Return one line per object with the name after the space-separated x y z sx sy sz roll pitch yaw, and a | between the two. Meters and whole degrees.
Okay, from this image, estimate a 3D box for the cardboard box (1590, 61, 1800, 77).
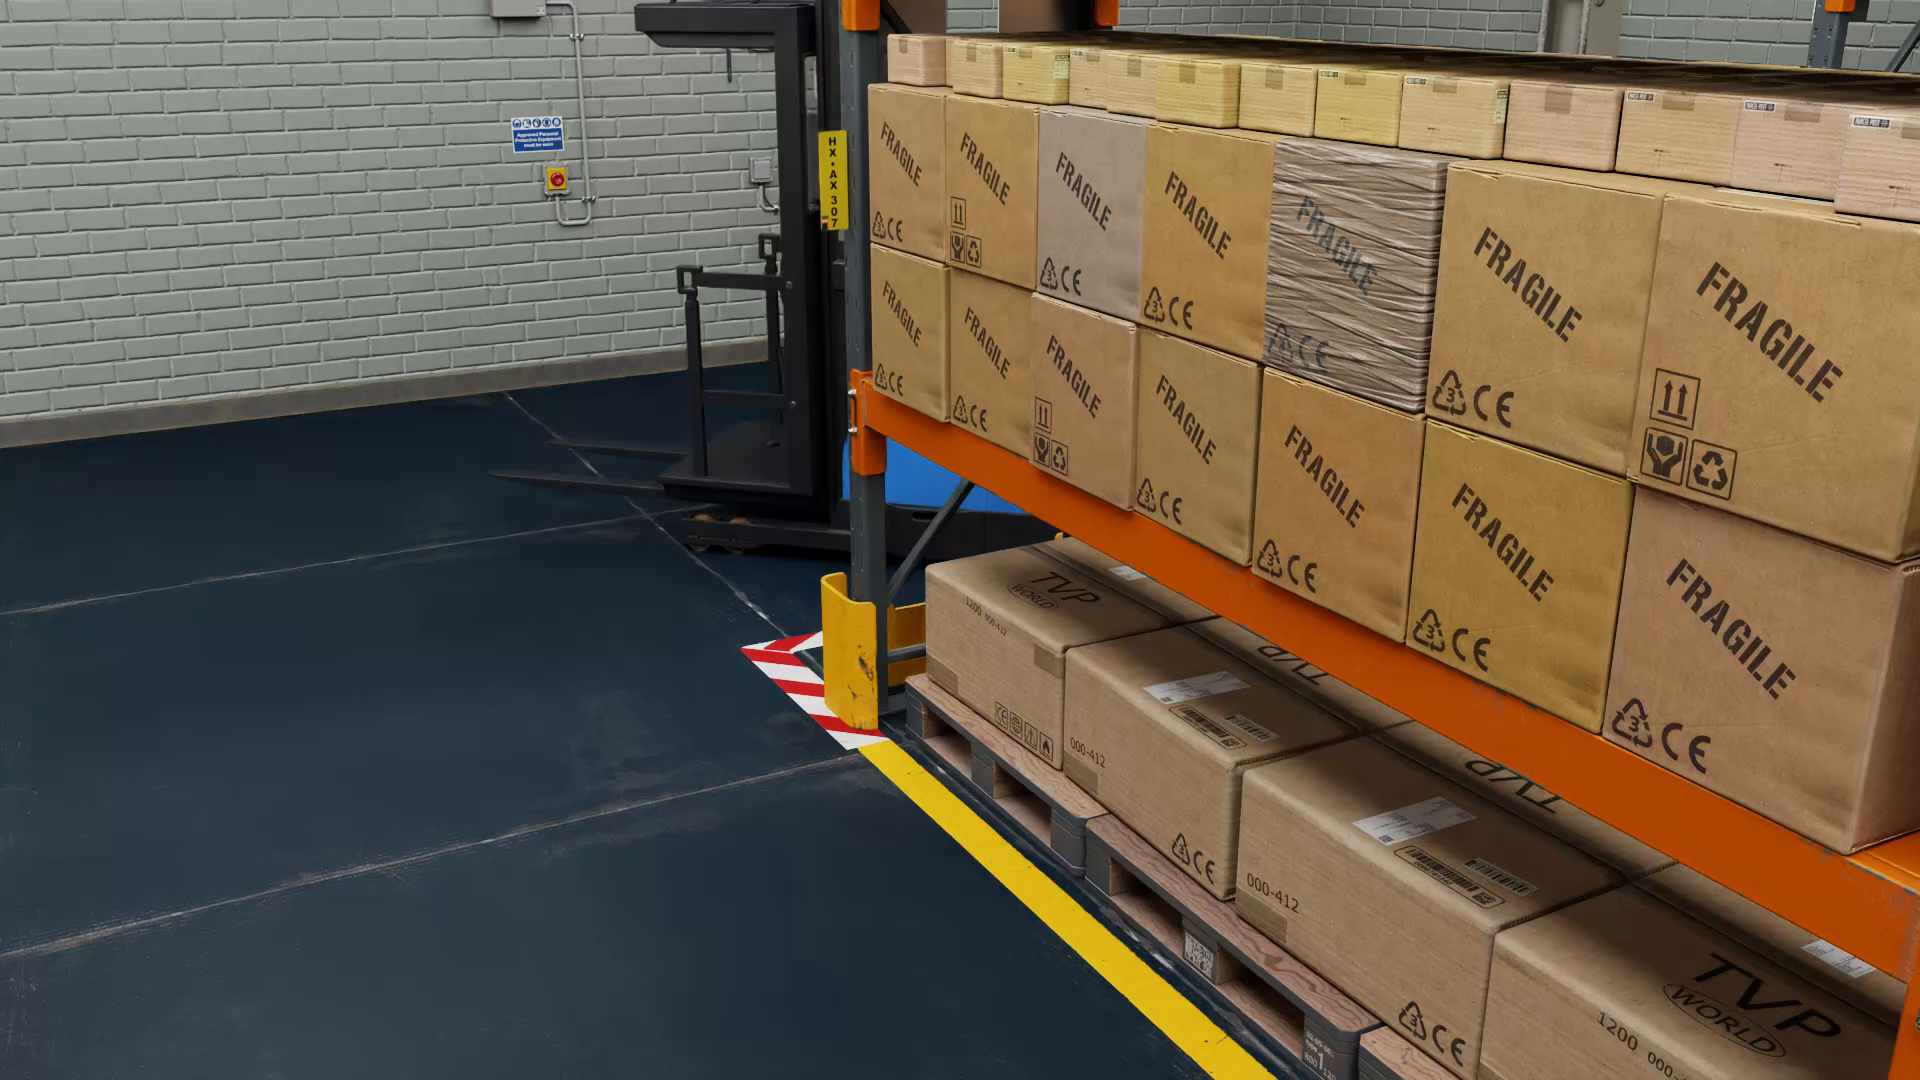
1.587 -0.951 3.609 0.380 0.149 0.250 -11 22 -28 | cardboard box

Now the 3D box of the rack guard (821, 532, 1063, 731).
0.057 0.332 6.402 1.175 0.500 0.348 -10 21 -27 | rack guard

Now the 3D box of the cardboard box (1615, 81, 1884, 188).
1.402 -0.725 2.955 0.380 0.149 0.250 -10 21 -27 | cardboard box

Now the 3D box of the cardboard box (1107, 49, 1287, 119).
0.596 -1.150 4.184 0.380 0.149 0.250 -10 21 -26 | cardboard box

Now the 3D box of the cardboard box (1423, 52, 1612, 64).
1.339 -1.092 4.016 0.380 0.149 0.250 -10 21 -26 | cardboard box

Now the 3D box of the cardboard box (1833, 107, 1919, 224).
1.541 -0.560 2.475 0.380 0.149 0.250 -10 22 -28 | cardboard box

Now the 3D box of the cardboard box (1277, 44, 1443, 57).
1.069 -1.239 4.443 0.380 0.149 0.250 -9 21 -25 | cardboard box

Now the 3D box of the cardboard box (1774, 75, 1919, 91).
1.751 -0.790 3.140 0.380 0.149 0.250 -10 22 -27 | cardboard box

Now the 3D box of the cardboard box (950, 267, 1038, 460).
0.308 -0.567 5.021 0.500 0.500 0.500 -10 22 -27 | cardboard box

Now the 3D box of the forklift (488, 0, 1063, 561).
-0.845 -1.482 7.932 3.031 2.935 1.130 5 20 15 | forklift

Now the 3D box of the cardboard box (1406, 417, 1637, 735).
1.273 0.018 3.327 0.500 0.500 0.500 -11 22 -28 | cardboard box

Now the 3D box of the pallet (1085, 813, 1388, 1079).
1.092 1.043 4.785 1.003 0.211 1.213 -10 21 -27 | pallet

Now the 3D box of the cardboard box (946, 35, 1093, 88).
0.180 -1.460 5.083 0.380 0.149 0.250 -9 21 -25 | cardboard box

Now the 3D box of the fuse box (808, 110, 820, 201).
-0.712 -2.132 11.687 0.539 1.711 0.414 -10 21 -27 | fuse box

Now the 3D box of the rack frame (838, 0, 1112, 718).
0.068 -0.842 5.974 1.000 3.000 0.127 -10 21 -27 | rack frame

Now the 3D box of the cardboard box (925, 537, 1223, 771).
0.469 0.344 5.820 0.875 0.438 0.875 -11 22 -28 | cardboard box

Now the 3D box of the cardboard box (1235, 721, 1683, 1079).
1.338 0.865 4.311 0.875 0.438 0.875 -11 22 -28 | cardboard box

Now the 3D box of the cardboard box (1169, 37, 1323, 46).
0.836 -1.388 4.875 0.380 0.149 0.250 -9 21 -25 | cardboard box

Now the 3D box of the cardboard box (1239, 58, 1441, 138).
0.860 -1.005 3.764 0.380 0.149 0.250 -10 21 -27 | cardboard box

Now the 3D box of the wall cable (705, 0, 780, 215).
-1.388 -3.161 11.135 0.588 1.984 0.122 -10 21 -27 | wall cable

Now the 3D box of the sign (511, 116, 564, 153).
-2.702 -2.595 10.640 0.327 0.218 0.001 -10 21 -27 | sign

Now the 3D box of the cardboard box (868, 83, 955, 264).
0.045 -1.180 5.268 0.500 0.500 0.500 -11 22 -28 | cardboard box

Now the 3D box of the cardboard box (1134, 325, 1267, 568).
0.786 -0.277 4.181 0.500 0.500 0.500 -9 21 -25 | cardboard box

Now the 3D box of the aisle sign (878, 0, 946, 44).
-0.221 -2.047 5.480 0.394 0.787 0.004 -10 21 -27 | aisle sign

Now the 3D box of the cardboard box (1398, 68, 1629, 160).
1.115 -0.862 3.349 0.380 0.149 0.250 -10 21 -27 | cardboard box

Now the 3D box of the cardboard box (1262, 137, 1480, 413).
1.016 -0.598 3.581 0.500 0.500 0.500 -10 21 -26 | cardboard box

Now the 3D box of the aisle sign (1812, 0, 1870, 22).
4.144 -2.815 7.706 0.394 0.787 0.004 -10 21 -27 | aisle sign

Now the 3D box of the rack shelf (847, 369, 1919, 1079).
1.018 0.072 4.428 1.077 0.370 4.000 -10 21 -27 | rack shelf

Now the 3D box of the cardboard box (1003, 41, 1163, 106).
0.343 -1.295 4.605 0.380 0.149 0.250 -11 22 -28 | cardboard box

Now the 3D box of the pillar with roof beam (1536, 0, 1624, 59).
0.159 -4.695 7.942 9.100 9.000 0.400 -10 21 -27 | pillar with roof beam

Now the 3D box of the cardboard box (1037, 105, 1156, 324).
0.548 -0.887 4.416 0.500 0.500 0.500 -10 21 -27 | cardboard box

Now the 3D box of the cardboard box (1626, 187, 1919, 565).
1.500 -0.307 2.736 0.500 0.500 0.500 -10 21 -27 | cardboard box

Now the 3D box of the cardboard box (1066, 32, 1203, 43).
0.556 -1.528 5.280 0.380 0.149 0.250 -10 21 -26 | cardboard box
